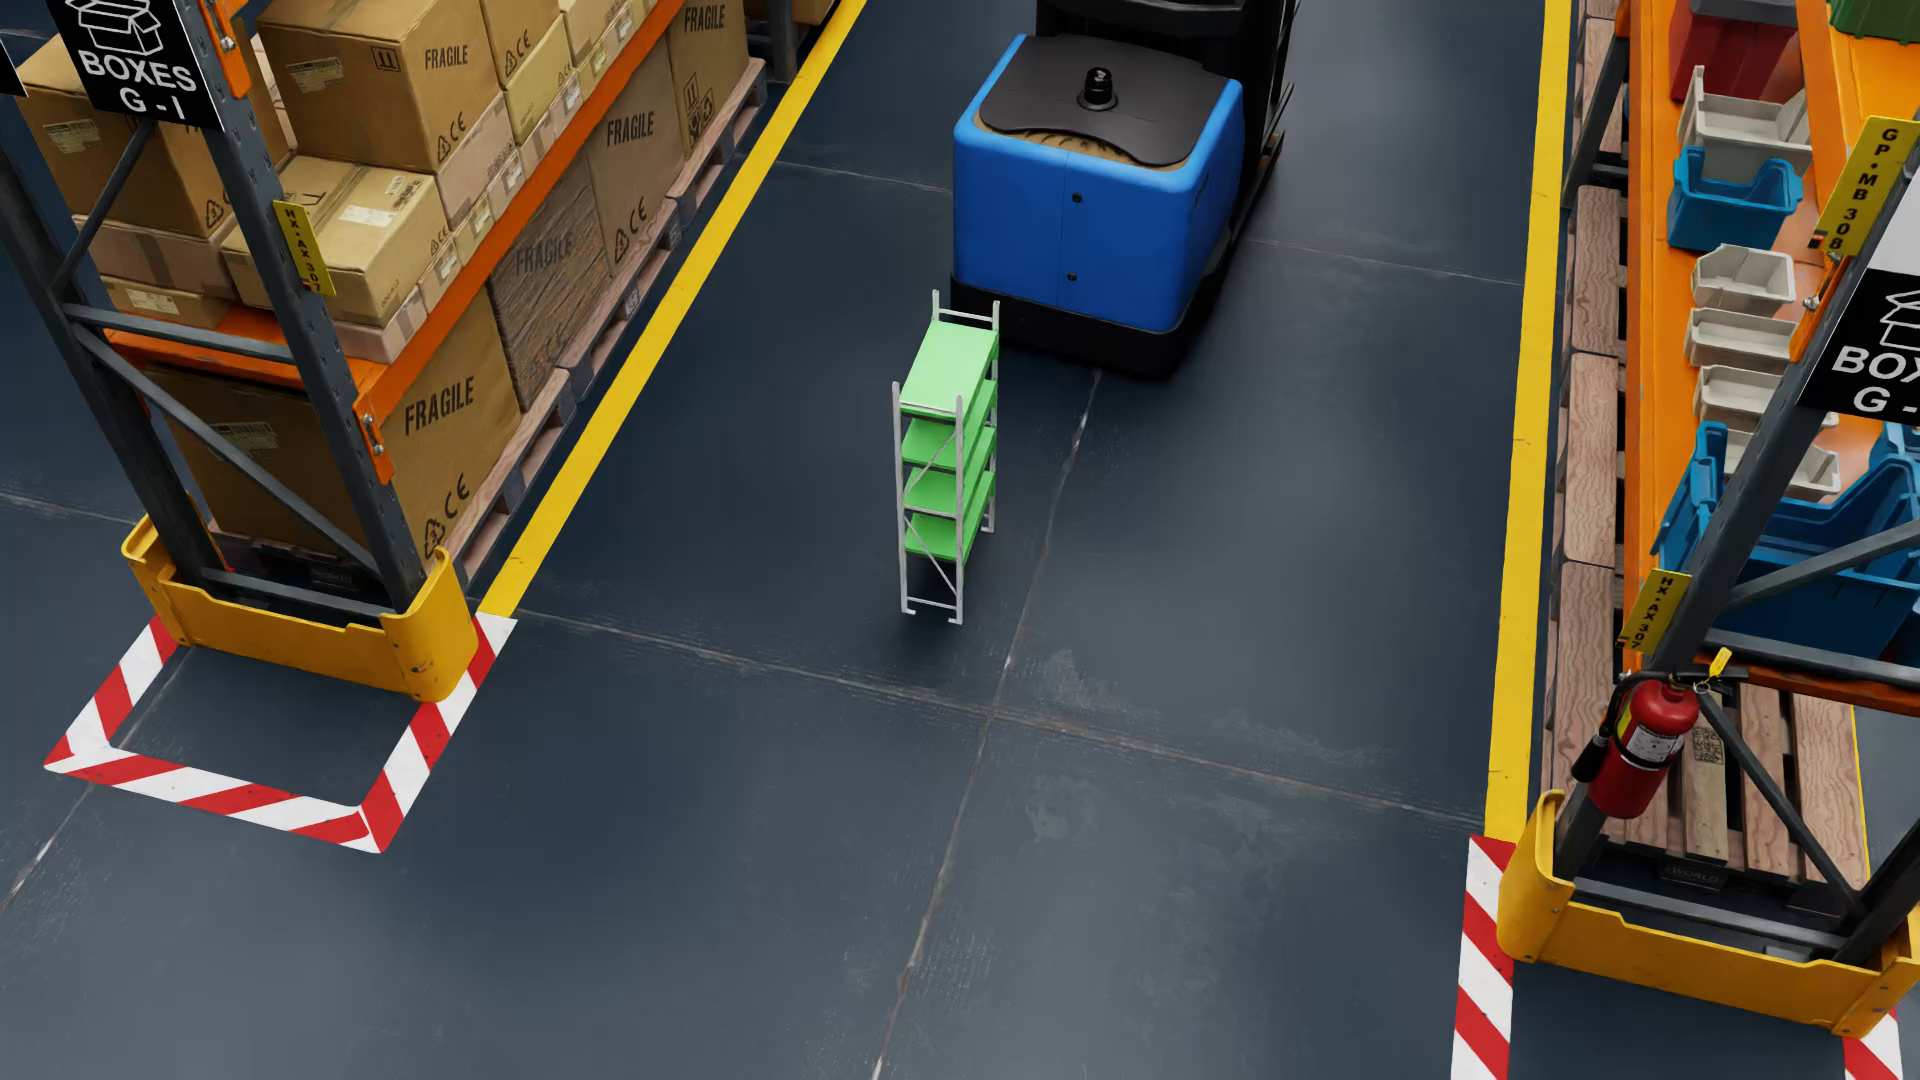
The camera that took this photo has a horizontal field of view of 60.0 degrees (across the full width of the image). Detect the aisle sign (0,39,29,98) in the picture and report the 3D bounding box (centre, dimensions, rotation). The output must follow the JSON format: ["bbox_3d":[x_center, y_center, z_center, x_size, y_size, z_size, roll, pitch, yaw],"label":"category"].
[{"bbox_3d":[-2.723,-1.503,4.261,0.394,0.787,0.004,12,50,10],"label":"aisle sign"}]

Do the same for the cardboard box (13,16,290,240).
[{"bbox_3d":[-2.540,-1.337,5.250,0.500,0.500,0.500,12,50,10],"label":"cardboard box"}]

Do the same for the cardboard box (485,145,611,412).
[{"bbox_3d":[-2.084,-1.209,6.872,0.875,0.875,0.875,12,50,10],"label":"cardboard box"}]

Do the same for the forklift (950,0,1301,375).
[{"bbox_3d":[0.970,-2.811,7.195,1.130,2.935,3.031,16,51,14],"label":"forklift"}]

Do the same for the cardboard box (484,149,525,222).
[{"bbox_3d":[-1.803,-1.304,5.987,0.380,0.149,0.250,11,49,9],"label":"cardboard box"}]

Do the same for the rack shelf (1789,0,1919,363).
[{"bbox_3d":[2.890,-1.860,4.789,1.077,0.370,4.000,12,50,10],"label":"rack shelf"}]

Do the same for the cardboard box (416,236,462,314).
[{"bbox_3d":[-1.937,-0.930,5.657,0.380,0.149,0.250,11,49,9],"label":"cardboard box"}]

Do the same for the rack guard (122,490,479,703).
[{"bbox_3d":[-2.421,0.209,6.151,1.175,0.500,0.348,12,50,10],"label":"rack guard"}]

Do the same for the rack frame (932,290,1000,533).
[{"bbox_3d":[0.021,-0.454,6.269,0.240,1.200,0.015,12,50,10],"label":"rack frame"}]

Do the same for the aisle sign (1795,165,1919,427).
[{"bbox_3d":[2.062,-0.525,3.397,0.394,0.787,0.004,12,50,10],"label":"aisle sign"}]

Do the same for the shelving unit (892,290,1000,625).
[{"bbox_3d":[-0.044,-0.277,6.113,0.258,1.200,0.503,12,50,10],"label":"shelving unit"}]

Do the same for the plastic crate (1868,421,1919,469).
[{"bbox_3d":[2.919,-0.213,4.928,0.416,0.233,0.300,12,50,10],"label":"plastic crate"}]

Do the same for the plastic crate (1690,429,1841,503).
[{"bbox_3d":[2.403,-0.217,4.995,0.396,0.136,0.243,12,50,10],"label":"plastic crate"}]

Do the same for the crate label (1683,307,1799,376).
[{"bbox_3d":[2.543,-0.630,5.360,0.396,0.136,0.243,12,50,10],"label":"crate label"}]

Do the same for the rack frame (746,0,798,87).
[{"bbox_3d":[-1.362,-3.529,7.783,1.000,3.000,0.127,12,50,10],"label":"rack frame"}]

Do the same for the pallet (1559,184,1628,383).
[{"bbox_3d":[3.260,-1.090,7.490,1.003,0.211,1.213,12,50,10],"label":"pallet"}]

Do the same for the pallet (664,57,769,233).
[{"bbox_3d":[-1.638,-2.072,8.357,1.003,0.211,1.213,12,50,10],"label":"pallet"}]

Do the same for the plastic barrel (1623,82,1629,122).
[{"bbox_3d":[3.576,-2.387,7.894,0.600,0.901,0.708,12,50,10],"label":"plastic barrel"}]

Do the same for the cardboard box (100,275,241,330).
[{"bbox_3d":[-2.639,-0.875,5.608,0.380,0.149,0.250,12,50,11],"label":"cardboard box"}]

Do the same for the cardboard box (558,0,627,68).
[{"bbox_3d":[-1.630,-2.097,6.421,0.500,0.250,0.500,11,49,9],"label":"cardboard box"}]

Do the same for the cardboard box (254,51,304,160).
[{"bbox_3d":[-2.409,-1.454,5.854,0.500,0.250,0.500,11,49,9],"label":"cardboard box"}]

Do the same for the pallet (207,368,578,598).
[{"bbox_3d":[-2.280,-0.307,6.799,1.003,0.211,1.213,12,50,10],"label":"pallet"}]

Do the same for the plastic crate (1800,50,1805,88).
[{"bbox_3d":[3.381,-1.618,6.240,0.437,0.125,0.590,12,50,10],"label":"plastic crate"}]

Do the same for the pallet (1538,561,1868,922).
[{"bbox_3d":[2.618,0.675,5.932,1.003,0.211,1.213,12,50,10],"label":"pallet"}]

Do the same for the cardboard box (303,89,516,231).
[{"bbox_3d":[-1.898,-1.356,5.767,0.500,0.250,0.500,11,49,10],"label":"cardboard box"}]

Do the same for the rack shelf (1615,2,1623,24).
[{"bbox_3d":[3.942,-3.760,8.467,1.077,0.370,4.000,12,50,10],"label":"rack shelf"}]

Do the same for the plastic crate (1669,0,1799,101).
[{"bbox_3d":[2.939,-1.997,6.348,0.402,0.464,0.583,12,50,10],"label":"plastic crate"}]

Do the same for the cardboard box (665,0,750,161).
[{"bbox_3d":[-1.613,-2.504,8.015,0.875,0.875,0.875,12,50,10],"label":"cardboard box"}]

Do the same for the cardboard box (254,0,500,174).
[{"bbox_3d":[-1.897,-1.588,5.472,0.500,0.500,0.500,10,49,9],"label":"cardboard box"}]

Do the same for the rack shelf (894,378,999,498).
[{"bbox_3d":[-0.044,-0.394,5.981,0.258,0.148,0.480,12,50,10],"label":"rack shelf"}]

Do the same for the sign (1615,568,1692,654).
[{"bbox_3d":[1.828,0.191,4.391,0.100,0.325,0.005,12,50,10],"label":"sign"}]

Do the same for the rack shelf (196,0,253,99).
[{"bbox_3d":[-1.889,-2.837,5.651,1.077,0.370,4.000,12,50,10],"label":"rack shelf"}]

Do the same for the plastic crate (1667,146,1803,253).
[{"bbox_3d":[2.656,-1.159,5.763,0.416,0.233,0.300,12,50,10],"label":"plastic crate"}]

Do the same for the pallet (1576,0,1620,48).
[{"bbox_3d":[3.978,-3.064,9.233,1.003,0.211,1.213,12,50,10],"label":"pallet"}]

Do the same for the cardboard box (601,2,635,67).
[{"bbox_3d":[-1.532,-2.047,6.643,0.380,0.149,0.250,12,50,11],"label":"cardboard box"}]

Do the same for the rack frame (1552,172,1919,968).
[{"bbox_3d":[2.363,0.341,4.367,1.000,3.000,0.127,12,50,10],"label":"rack frame"}]

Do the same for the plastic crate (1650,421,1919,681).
[{"bbox_3d":[2.271,0.031,4.577,0.616,0.435,0.499,12,50,10],"label":"plastic crate"}]

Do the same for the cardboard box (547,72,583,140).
[{"bbox_3d":[-1.667,-1.675,6.314,0.380,0.149,0.250,11,50,10],"label":"cardboard box"}]

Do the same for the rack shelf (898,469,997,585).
[{"bbox_3d":[-0.044,-0.076,6.341,0.258,0.148,0.480,12,50,10],"label":"rack shelf"}]
